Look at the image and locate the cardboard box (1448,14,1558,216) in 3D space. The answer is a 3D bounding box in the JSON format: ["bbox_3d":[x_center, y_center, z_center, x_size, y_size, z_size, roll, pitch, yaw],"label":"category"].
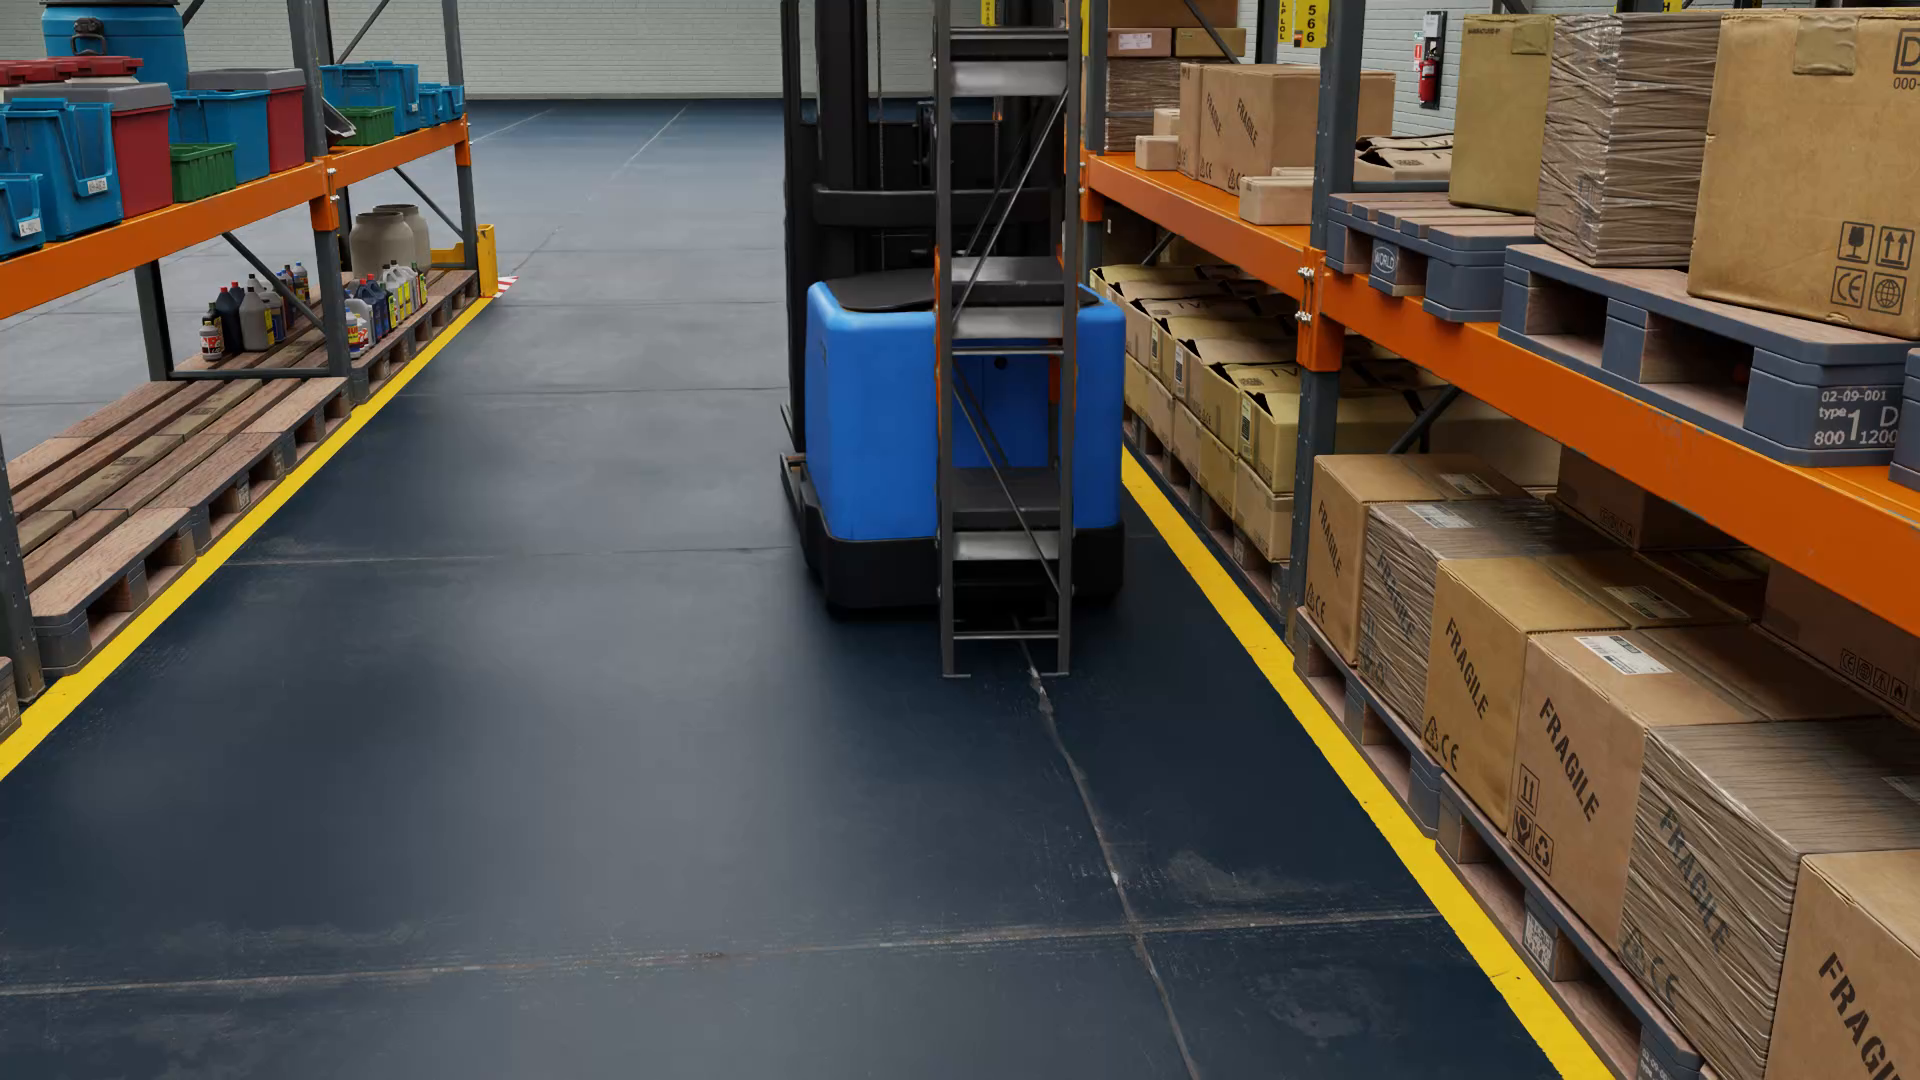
[{"bbox_3d":[1.766,-1.144,4.447,0.700,0.500,0.500,-8,19,-24],"label":"cardboard box"}]

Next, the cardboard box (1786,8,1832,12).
[{"bbox_3d":[5.648,-3.152,10.675,0.500,0.500,0.500,-2,18,-7],"label":"cardboard box"}]

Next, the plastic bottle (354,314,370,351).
[{"bbox_3d":[-3.369,-1.164,9.315,0.097,0.201,0.097,0,17,0],"label":"plastic bottle"}]

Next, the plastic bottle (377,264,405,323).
[{"bbox_3d":[-3.485,-1.503,10.143,0.144,0.351,0.185,-2,18,-6],"label":"plastic bottle"}]

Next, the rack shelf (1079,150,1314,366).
[{"bbox_3d":[1.382,-1.333,7.117,1.077,0.370,4.000,-2,18,-6],"label":"rack shelf"}]

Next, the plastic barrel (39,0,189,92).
[{"bbox_3d":[-4.013,-2.235,7.952,0.600,0.901,0.708,-2,18,-6],"label":"plastic barrel"}]

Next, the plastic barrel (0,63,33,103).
[{"bbox_3d":[-3.750,-1.546,6.366,0.433,0.535,0.433,0,17,0],"label":"plastic barrel"}]

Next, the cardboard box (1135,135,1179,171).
[{"bbox_3d":[1.064,-1.882,8.084,0.380,0.149,0.250,-2,18,-6],"label":"cardboard box"}]

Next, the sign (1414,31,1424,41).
[{"bbox_3d":[5.824,-6.397,21.103,0.001,0.109,0.331,-2,18,-6],"label":"sign"}]

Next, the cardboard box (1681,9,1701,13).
[{"bbox_3d":[5.482,-3.615,12.148,0.500,0.500,0.500,-2,18,-5],"label":"cardboard box"}]

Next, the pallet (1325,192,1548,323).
[{"bbox_3d":[1.728,-0.789,4.503,1.213,0.211,1.003,-2,18,-6],"label":"pallet"}]

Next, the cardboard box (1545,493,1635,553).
[{"bbox_3d":[1.919,0.174,4.555,0.500,0.500,0.500,-1,17,-3],"label":"cardboard box"}]

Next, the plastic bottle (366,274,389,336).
[{"bbox_3d":[-3.441,-1.376,9.740,0.144,0.351,0.185,-3,18,-8],"label":"plastic bottle"}]

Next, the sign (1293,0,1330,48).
[{"bbox_3d":[1.037,-1.615,4.880,0.100,0.325,0.005,-2,18,-6],"label":"sign"}]

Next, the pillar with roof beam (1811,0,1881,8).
[{"bbox_3d":[2.341,-6.166,11.293,9.100,9.000,0.400,-2,18,-6],"label":"pillar with roof beam"}]

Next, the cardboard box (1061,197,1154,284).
[{"bbox_3d":[0.871,-1.799,10.038,0.500,0.500,0.500,-2,18,-6],"label":"cardboard box"}]

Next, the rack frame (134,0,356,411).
[{"bbox_3d":[-3.751,-2.120,8.423,1.000,3.000,0.127,-2,18,-6],"label":"rack frame"}]

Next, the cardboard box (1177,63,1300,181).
[{"bbox_3d":[1.294,-1.934,7.662,0.500,0.500,0.500,-1,17,-2],"label":"cardboard box"}]

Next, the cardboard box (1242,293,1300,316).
[{"bbox_3d":[1.612,-1.013,7.849,0.500,0.311,0.500,-2,18,-6],"label":"cardboard box"}]

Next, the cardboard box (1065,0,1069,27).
[{"bbox_3d":[1.020,-3.371,10.073,0.700,0.500,0.500,-2,18,-6],"label":"cardboard box"}]

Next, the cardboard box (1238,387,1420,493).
[{"bbox_3d":[1.290,-0.385,5.849,0.500,0.311,0.500,-1,17,-4],"label":"cardboard box"}]

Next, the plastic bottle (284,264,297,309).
[{"bbox_3d":[-4.281,-1.608,10.592,0.061,0.283,0.133,-1,17,-5],"label":"plastic bottle"}]

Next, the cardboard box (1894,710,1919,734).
[{"bbox_3d":[2.084,0.635,3.087,0.500,0.500,0.500,-2,17,-5],"label":"cardboard box"}]

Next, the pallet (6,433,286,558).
[{"bbox_3d":[-3.503,-0.193,6.939,1.003,0.211,1.213,-2,18,-6],"label":"pallet"}]

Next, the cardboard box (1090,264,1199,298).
[{"bbox_3d":[0.971,-1.297,8.755,0.500,0.311,0.500,-2,18,-5],"label":"cardboard box"}]

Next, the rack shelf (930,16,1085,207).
[{"bbox_3d":[0.131,-1.286,4.959,0.431,0.518,0.480,-1,19,-2],"label":"rack shelf"}]

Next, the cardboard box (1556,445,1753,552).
[{"bbox_3d":[1.929,-0.168,4.390,0.500,0.250,0.500,-1,17,-4],"label":"cardboard box"}]

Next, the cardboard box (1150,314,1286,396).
[{"bbox_3d":[1.131,-0.839,7.296,0.500,0.311,0.500,-1,17,-4],"label":"cardboard box"}]

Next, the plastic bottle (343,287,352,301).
[{"bbox_3d":[-3.565,-1.315,9.547,0.144,0.351,0.185,-2,18,-6],"label":"plastic bottle"}]

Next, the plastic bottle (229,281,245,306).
[{"bbox_3d":[-4.124,-1.307,9.519,0.144,0.351,0.185,-3,18,-8],"label":"plastic bottle"}]

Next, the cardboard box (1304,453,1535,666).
[{"bbox_3d":[1.351,0.047,4.959,0.500,0.500,0.500,-1,17,-3],"label":"cardboard box"}]

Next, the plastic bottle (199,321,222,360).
[{"bbox_3d":[-4.099,-1.094,9.090,0.097,0.201,0.097,0,17,0],"label":"plastic bottle"}]

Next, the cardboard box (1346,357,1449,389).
[{"bbox_3d":[1.764,-0.558,6.399,0.500,0.311,0.500,-2,18,-7],"label":"cardboard box"}]

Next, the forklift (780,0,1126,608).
[{"bbox_3d":[-0.188,-1.564,6.765,1.130,2.935,3.031,-3,18,-10],"label":"forklift"}]

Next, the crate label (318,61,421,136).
[{"bbox_3d":[-3.705,-2.789,10.494,0.502,0.435,0.616,-2,18,-6],"label":"crate label"}]

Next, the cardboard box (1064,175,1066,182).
[{"bbox_3d":[0.715,-2.246,11.461,0.500,0.500,0.500,-2,18,-6],"label":"cardboard box"}]

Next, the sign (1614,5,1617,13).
[{"bbox_3d":[5.151,-4.014,13.011,0.100,0.325,0.005,-2,18,-6],"label":"sign"}]

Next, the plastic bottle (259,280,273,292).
[{"bbox_3d":[-4.170,-1.416,9.991,0.152,0.276,0.135,-1,17,-5],"label":"plastic bottle"}]

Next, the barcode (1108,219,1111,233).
[{"bbox_3d":[0.788,-1.659,8.789,0.001,0.075,0.075,-2,18,-6],"label":"barcode"}]

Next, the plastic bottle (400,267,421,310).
[{"bbox_3d":[-3.539,-1.613,10.619,0.152,0.276,0.135,-2,18,-5],"label":"plastic bottle"}]

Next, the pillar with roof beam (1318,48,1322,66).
[{"bbox_3d":[1.103,-9.741,22.680,9.100,9.000,0.400,-2,18,-6],"label":"pillar with roof beam"}]

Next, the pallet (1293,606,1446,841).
[{"bbox_3d":[1.628,0.474,4.816,1.003,0.211,1.213,-2,18,-6],"label":"pallet"}]

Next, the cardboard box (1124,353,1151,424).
[{"bbox_3d":[1.079,-0.726,7.872,0.500,0.250,0.500,-2,18,-7],"label":"cardboard box"}]

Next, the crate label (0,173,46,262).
[{"bbox_3d":[-3.009,-0.986,5.089,0.303,0.233,0.416,-2,18,-6],"label":"crate label"}]

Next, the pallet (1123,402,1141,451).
[{"bbox_3d":[1.291,-0.724,8.629,1.003,0.211,1.213,-2,18,-6],"label":"pallet"}]

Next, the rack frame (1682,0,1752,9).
[{"bbox_3d":[5.691,-3.618,13.194,1.000,3.000,0.127,-2,18,-6],"label":"rack frame"}]

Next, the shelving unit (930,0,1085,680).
[{"bbox_3d":[0.134,-0.636,5.177,0.431,2.100,0.503,-1,19,-2],"label":"shelving unit"}]

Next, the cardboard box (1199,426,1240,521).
[{"bbox_3d":[1.235,-0.272,6.424,0.500,0.250,0.500,-2,18,-6],"label":"cardboard box"}]

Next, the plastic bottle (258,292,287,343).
[{"bbox_3d":[-3.979,-1.283,9.568,0.152,0.276,0.135,-2,18,-6],"label":"plastic bottle"}]

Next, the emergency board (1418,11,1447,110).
[{"bbox_3d":[5.787,-5.961,20.658,0.194,1.169,0.643,-2,18,-6],"label":"emergency board"}]

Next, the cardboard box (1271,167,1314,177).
[{"bbox_3d":[1.401,-1.339,6.353,0.380,0.149,0.250,0,17,-2],"label":"cardboard box"}]

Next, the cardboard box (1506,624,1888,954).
[{"bbox_3d":[1.517,0.507,3.492,0.500,0.500,0.500,-2,18,-8],"label":"cardboard box"}]

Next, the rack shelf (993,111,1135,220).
[{"bbox_3d":[0.970,-2.525,10.913,1.077,0.370,4.000,-2,18,-6],"label":"rack shelf"}]

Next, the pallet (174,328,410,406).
[{"bbox_3d":[-3.779,-0.991,9.482,1.003,0.211,1.213,-2,18,-6],"label":"pallet"}]

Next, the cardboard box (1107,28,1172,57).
[{"bbox_3d":[0.935,-2.704,9.032,0.380,0.149,0.250,-2,18,-6],"label":"cardboard box"}]

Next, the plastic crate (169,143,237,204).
[{"bbox_3d":[-3.291,-1.509,6.830,0.450,0.188,0.662,-2,18,-6],"label":"plastic crate"}]

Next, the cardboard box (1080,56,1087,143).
[{"bbox_3d":[1.063,-2.609,9.812,0.700,0.500,0.500,-2,18,-6],"label":"cardboard box"}]
